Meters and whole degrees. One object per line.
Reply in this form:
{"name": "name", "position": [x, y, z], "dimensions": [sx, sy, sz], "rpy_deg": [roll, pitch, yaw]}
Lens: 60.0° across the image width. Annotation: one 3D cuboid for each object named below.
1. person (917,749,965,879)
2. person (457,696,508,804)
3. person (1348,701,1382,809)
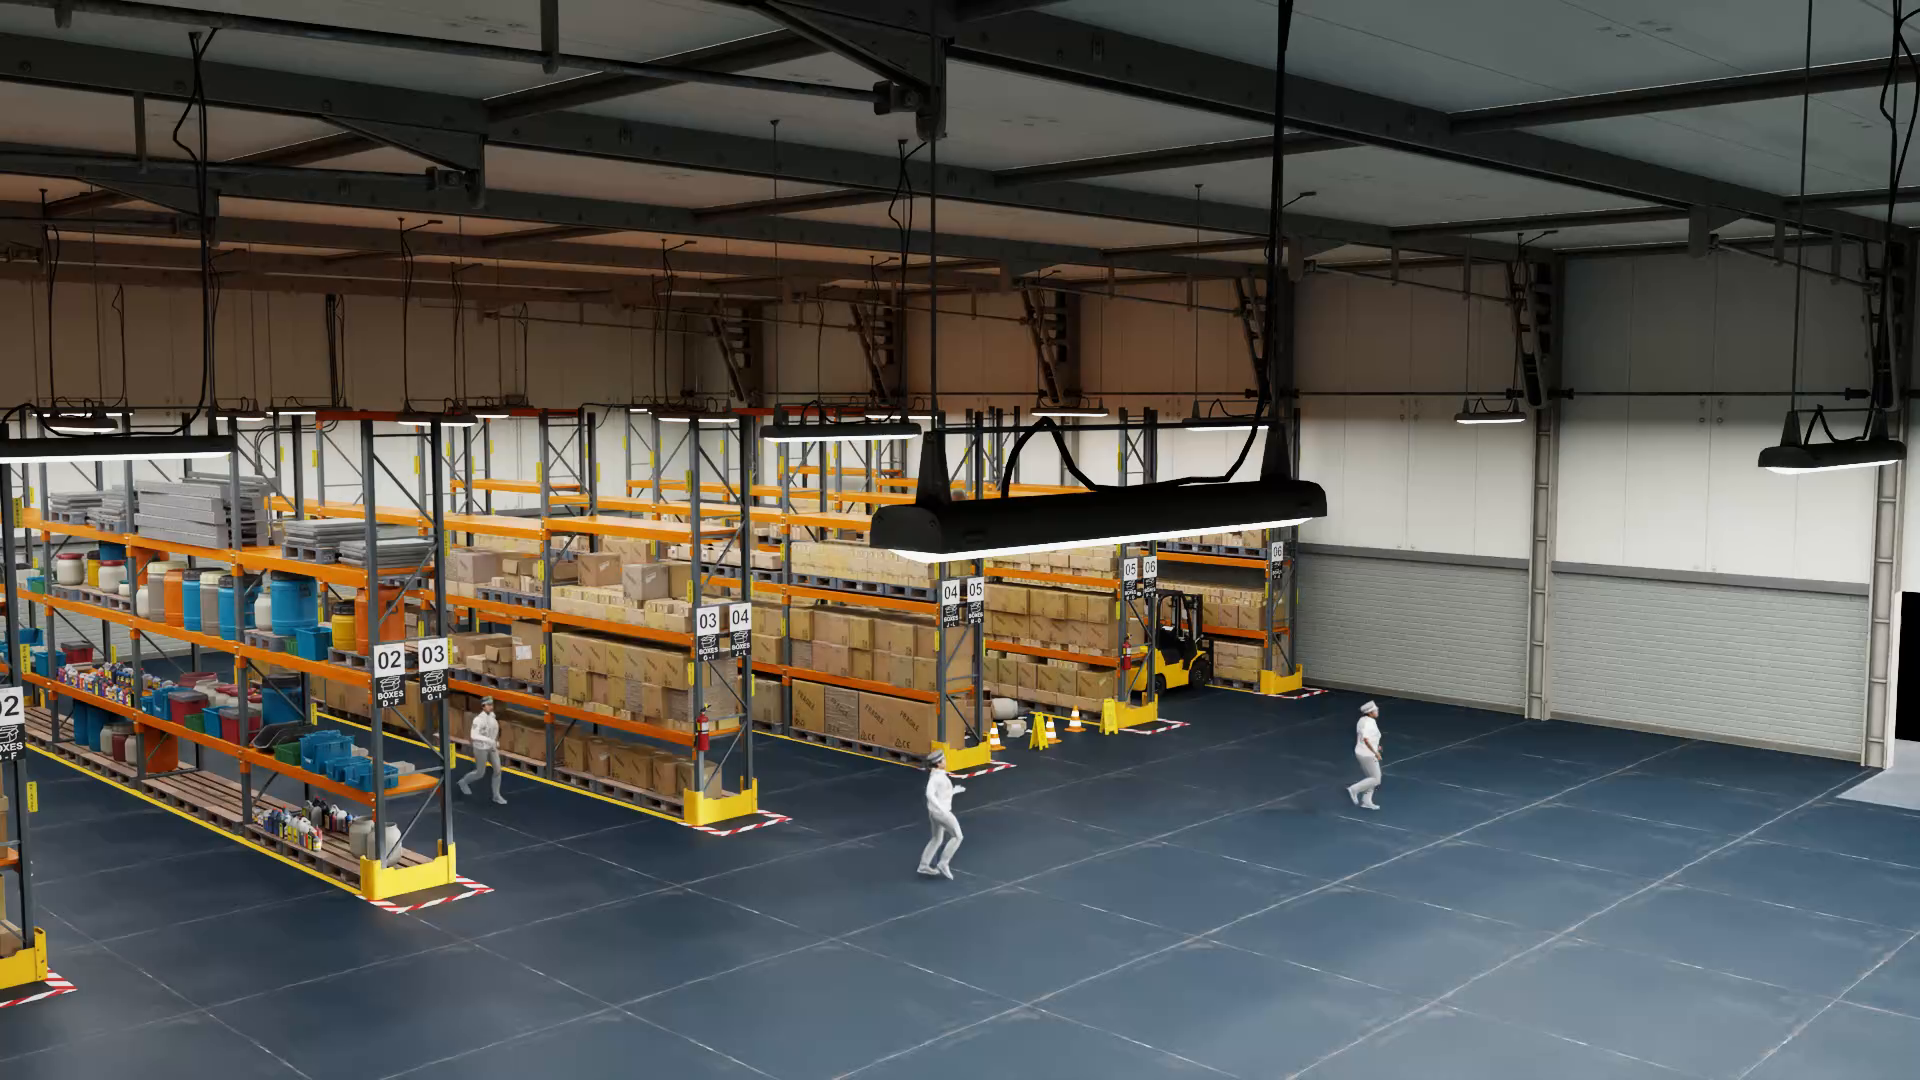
{"name": "person", "position": [-0.220, 3.574, 21.691], "dimensions": [0.639, 1.727, 0.592], "rpy_deg": [-1, 5, -15]}
{"name": "person", "position": [-7.369, 3.220, 25.694], "dimensions": [0.892, 1.676, 0.600], "rpy_deg": [3, 6, 27]}
{"name": "person", "position": [6.167, 3.271, 25.326], "dimensions": [0.605, 1.658, 0.574], "rpy_deg": [0, 5, -4]}
